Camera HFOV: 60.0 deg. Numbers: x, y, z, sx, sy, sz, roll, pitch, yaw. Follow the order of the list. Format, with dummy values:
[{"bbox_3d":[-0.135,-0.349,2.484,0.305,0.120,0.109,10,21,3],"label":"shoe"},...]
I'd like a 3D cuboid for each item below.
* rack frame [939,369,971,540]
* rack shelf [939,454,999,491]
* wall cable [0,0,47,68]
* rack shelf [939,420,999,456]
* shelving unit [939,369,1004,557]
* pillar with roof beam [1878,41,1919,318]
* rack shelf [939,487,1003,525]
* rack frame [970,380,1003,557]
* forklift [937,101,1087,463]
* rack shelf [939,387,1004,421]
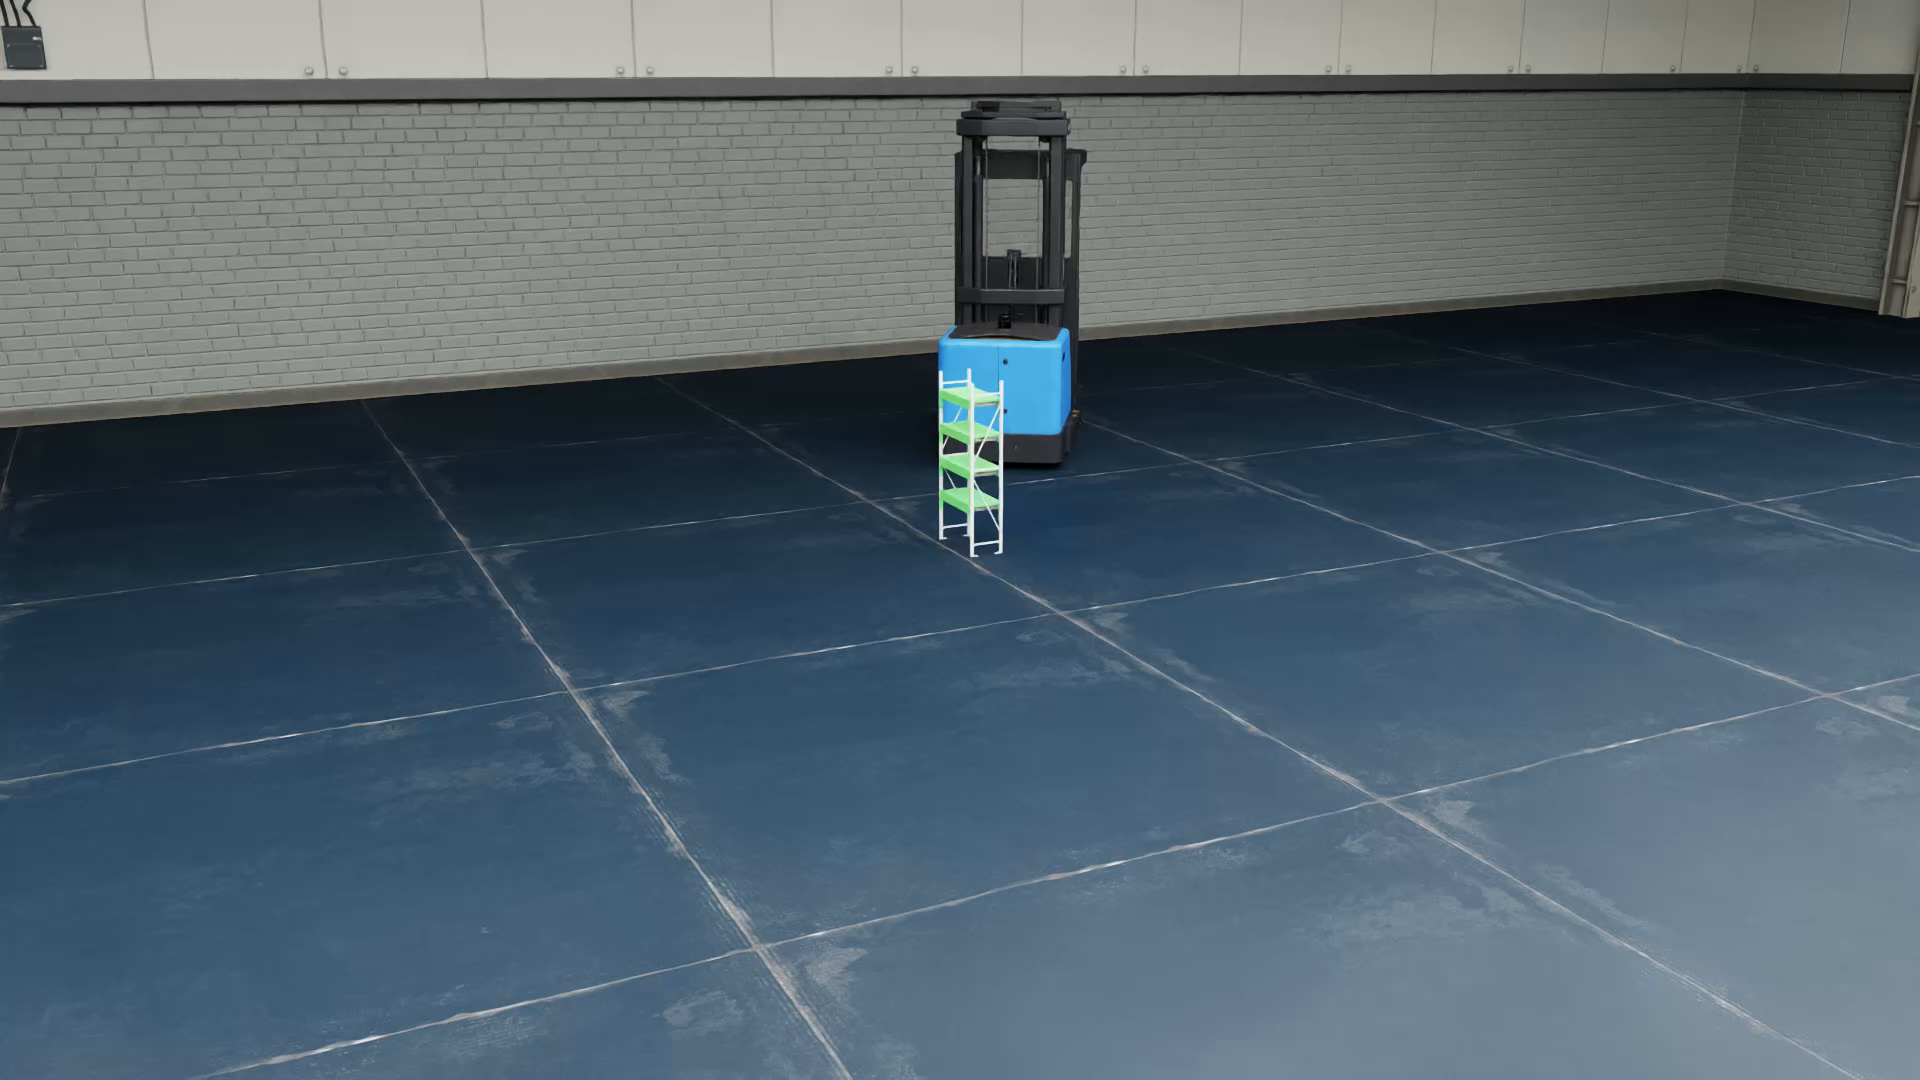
[{"bbox_3d":[-0.034,-0.596,11.653,0.240,1.200,0.015,-8,18,-25],"label":"rack frame"},{"bbox_3d":[0.073,-0.474,11.460,0.258,0.148,0.480,-8,18,-25],"label":"rack shelf"},{"bbox_3d":[-7.350,-7.182,14.298,2.305,6.003,0.169,-8,18,-25],"label":"wall cable"},{"bbox_3d":[0.073,-0.705,11.394,0.258,0.148,0.480,-8,18,-25],"label":"rack shelf"},{"bbox_3d":[0.073,-0.536,11.442,0.258,1.200,0.503,-8,18,-25],"label":"shelving unit"},{"bbox_3d":[8.657,-6.800,19.133,9.100,9.000,0.400,-8,18,-25],"label":"pillar with roof beam"},{"bbox_3d":[0.073,-0.244,11.526,0.258,0.148,0.480,-8,18,-25],"label":"rack shelf"},{"bbox_3d":[0.179,-0.475,11.231,0.240,1.200,0.015,-8,18,-25],"label":"rack frame"},{"bbox_3d":[0.533,-2.399,14.798,1.130,2.935,3.031,2,16,8],"label":"forklift"},{"bbox_3d":[0.073,-0.936,11.327,0.258,0.148,0.480,-8,18,-25],"label":"rack shelf"}]
